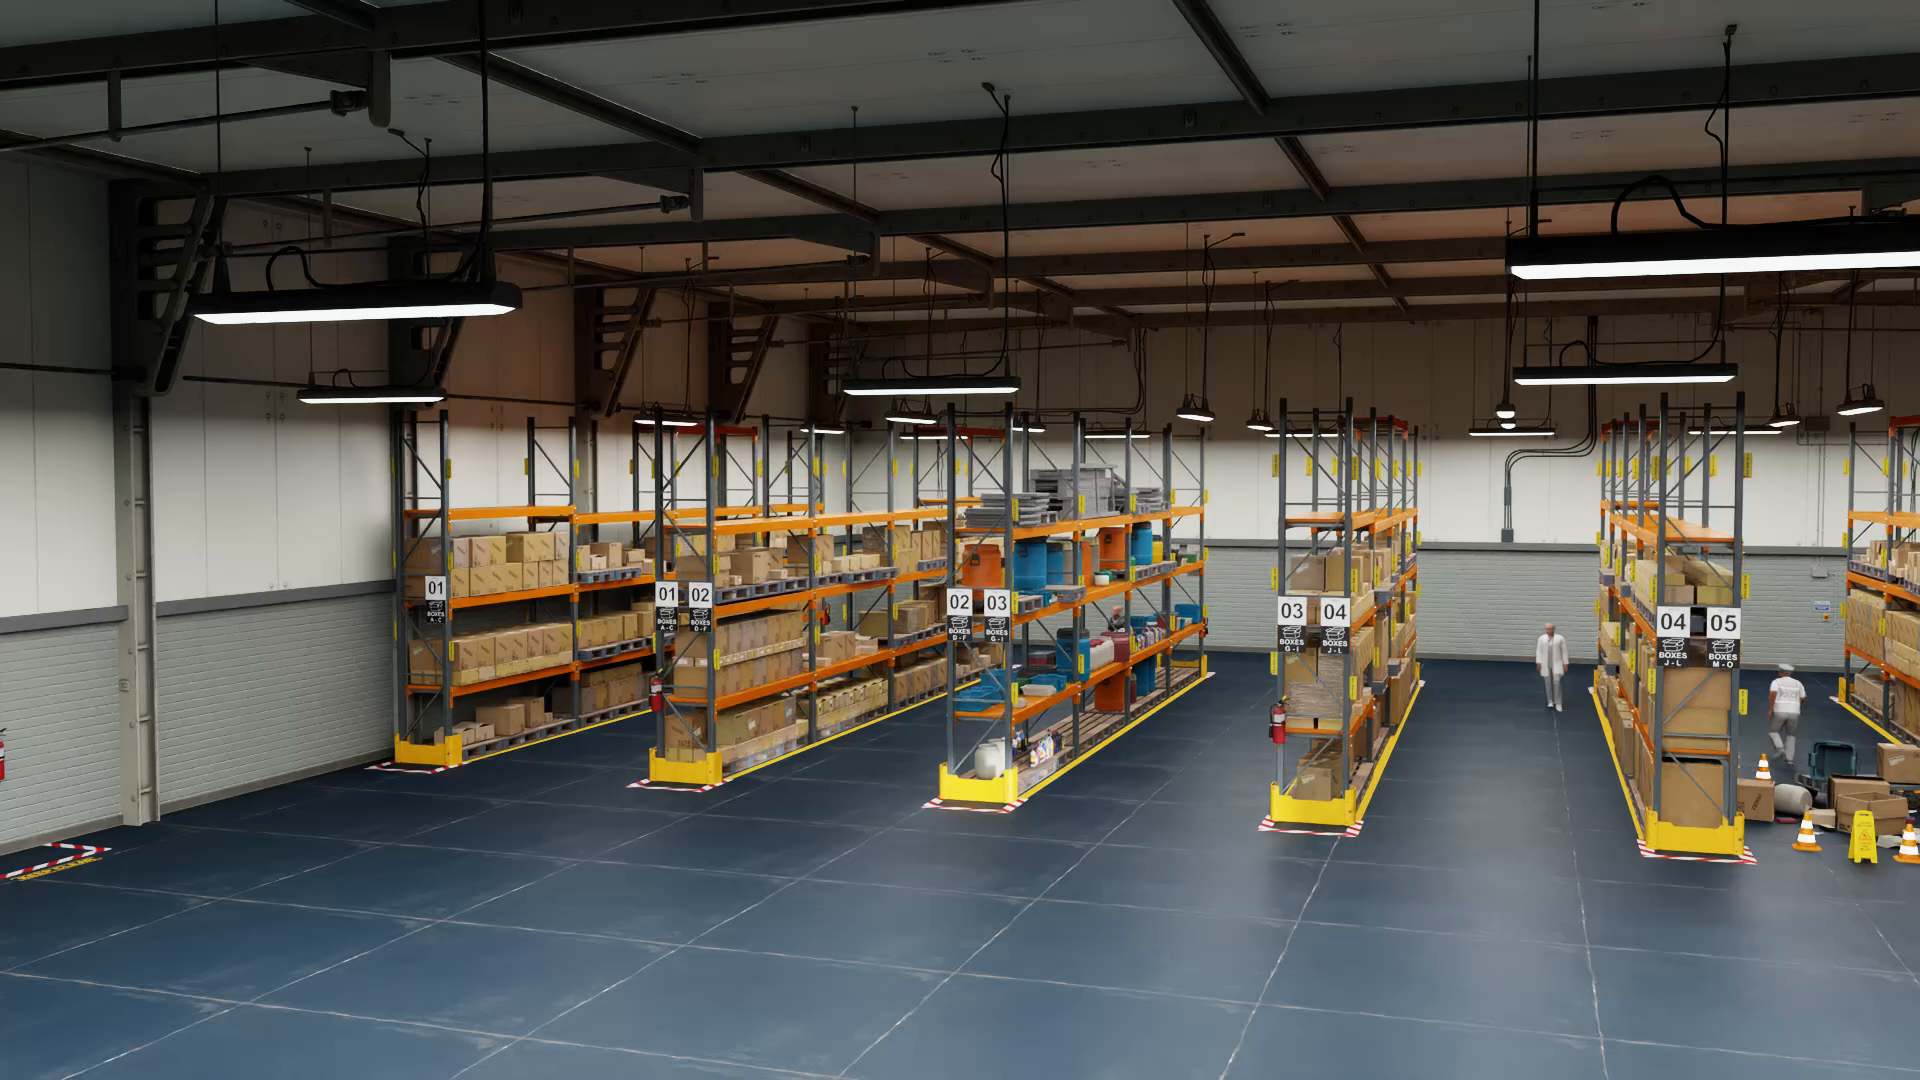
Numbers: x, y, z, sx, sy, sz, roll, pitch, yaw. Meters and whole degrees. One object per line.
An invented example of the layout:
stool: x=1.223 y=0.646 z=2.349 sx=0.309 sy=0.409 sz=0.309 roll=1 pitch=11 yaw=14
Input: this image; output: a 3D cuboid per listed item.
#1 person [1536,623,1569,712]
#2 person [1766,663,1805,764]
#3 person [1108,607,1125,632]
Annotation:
person: x=12.315 y=2.640 z=34.679 sx=0.636 sy=1.769 sz=0.723 roll=2 pitch=3 yaw=34
person: x=14.105 y=2.958 z=28.416 sx=0.612 sy=1.660 sz=0.731 roll=1 pitch=3 yaw=19
person: x=3.737 y=2.434 z=39.858 sx=0.522 sy=1.649 sz=1.038 roll=1 pitch=3 yaw=16
